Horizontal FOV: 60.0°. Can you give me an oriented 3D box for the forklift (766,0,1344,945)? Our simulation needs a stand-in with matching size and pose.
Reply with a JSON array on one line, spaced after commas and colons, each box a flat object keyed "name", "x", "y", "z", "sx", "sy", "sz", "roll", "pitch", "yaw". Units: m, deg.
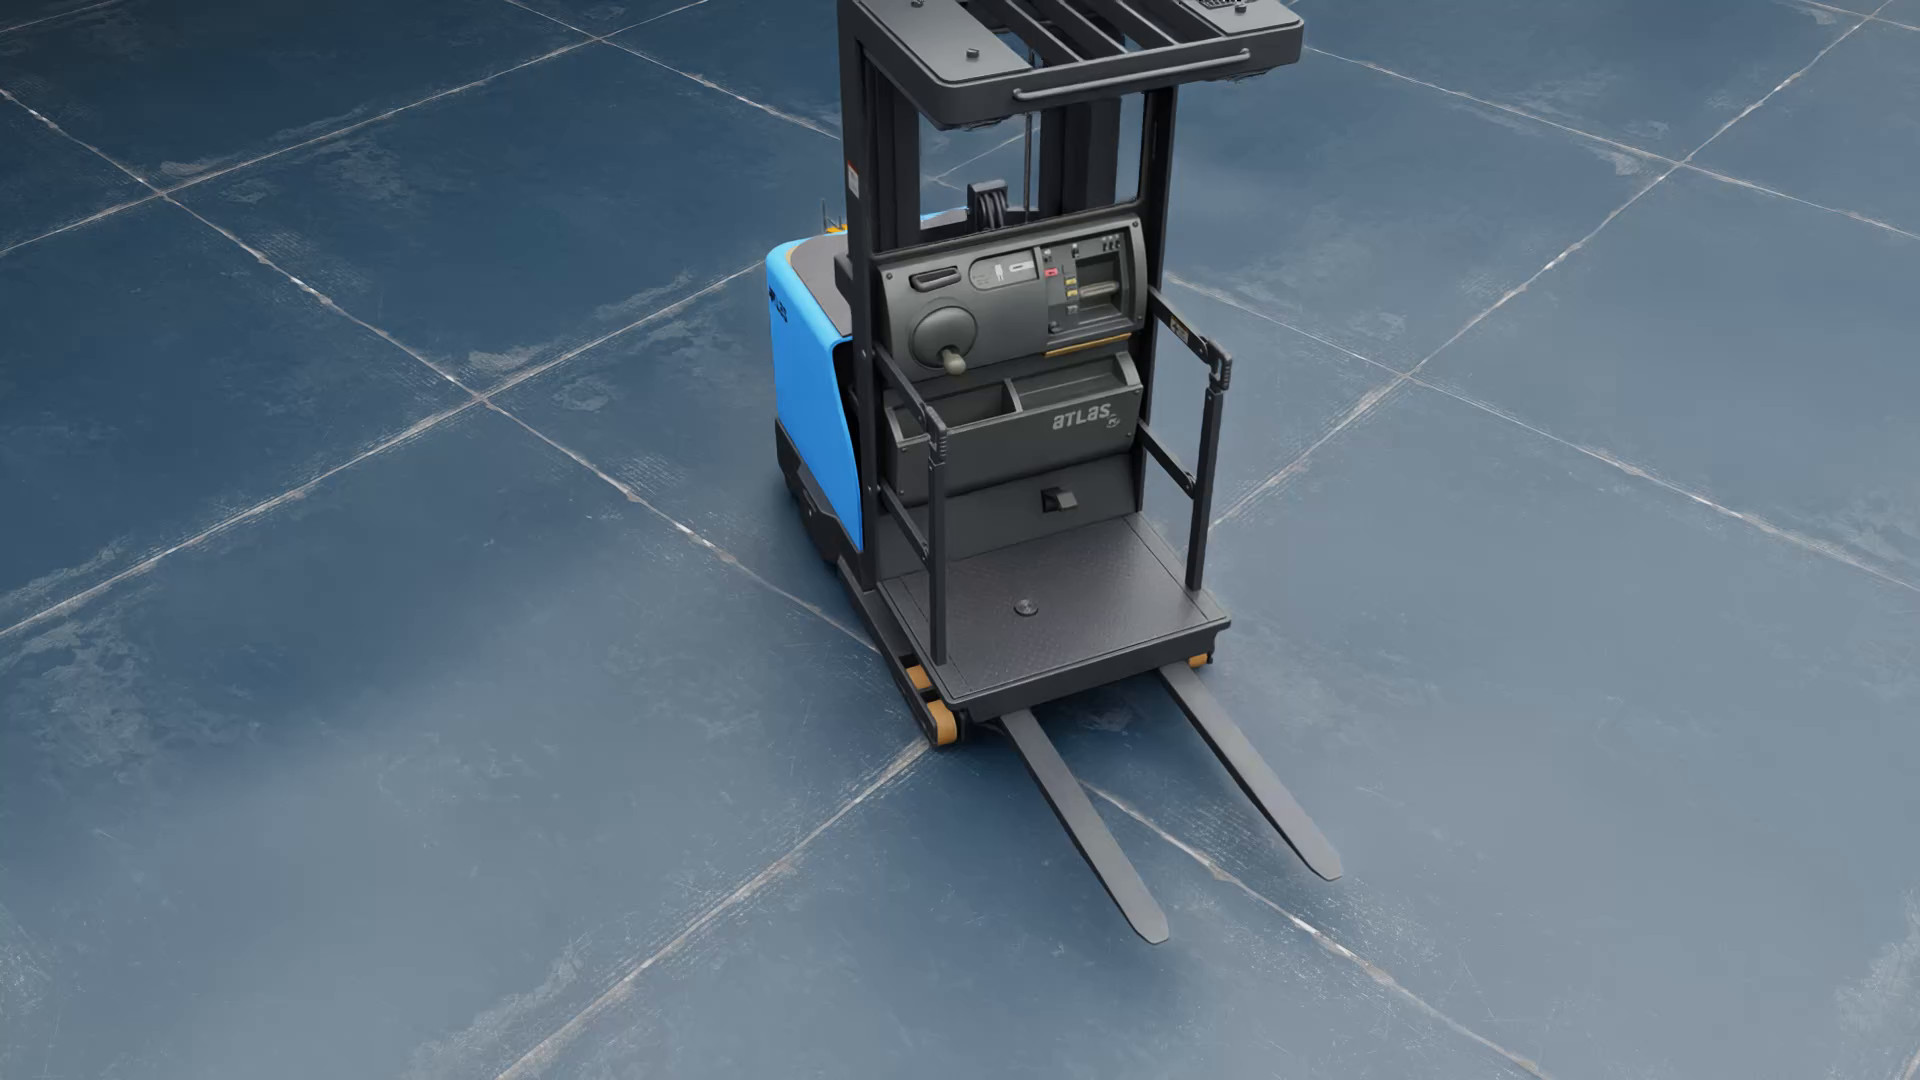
[{"name": "forklift", "x": 0.275, "y": -0.729, "z": 5.312, "sx": 1.130, "sy": 2.935, "sz": 3.031, "roll": -15, "pitch": 41, "yaw": -18}]

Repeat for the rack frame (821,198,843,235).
[{"name": "rack frame", "x": -0.506, "y": -0.924, "z": 7.056, "sx": 0.008, "sy": 1.050, "sz": 0.200, "roll": -17, "pitch": 37, "yaw": -20}]

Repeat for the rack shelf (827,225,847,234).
[{"name": "rack shelf", "x": -0.405, "y": -1.182, "z": 6.943, "sx": 0.240, "sy": 0.259, "sz": 0.215, "roll": -17, "pitch": 37, "yaw": -20}]

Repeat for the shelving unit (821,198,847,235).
[{"name": "shelving unit", "x": -0.397, "y": -0.957, "z": 7.098, "sx": 0.252, "sy": 1.050, "sz": 0.215, "roll": -17, "pitch": 37, "yaw": -20}]
